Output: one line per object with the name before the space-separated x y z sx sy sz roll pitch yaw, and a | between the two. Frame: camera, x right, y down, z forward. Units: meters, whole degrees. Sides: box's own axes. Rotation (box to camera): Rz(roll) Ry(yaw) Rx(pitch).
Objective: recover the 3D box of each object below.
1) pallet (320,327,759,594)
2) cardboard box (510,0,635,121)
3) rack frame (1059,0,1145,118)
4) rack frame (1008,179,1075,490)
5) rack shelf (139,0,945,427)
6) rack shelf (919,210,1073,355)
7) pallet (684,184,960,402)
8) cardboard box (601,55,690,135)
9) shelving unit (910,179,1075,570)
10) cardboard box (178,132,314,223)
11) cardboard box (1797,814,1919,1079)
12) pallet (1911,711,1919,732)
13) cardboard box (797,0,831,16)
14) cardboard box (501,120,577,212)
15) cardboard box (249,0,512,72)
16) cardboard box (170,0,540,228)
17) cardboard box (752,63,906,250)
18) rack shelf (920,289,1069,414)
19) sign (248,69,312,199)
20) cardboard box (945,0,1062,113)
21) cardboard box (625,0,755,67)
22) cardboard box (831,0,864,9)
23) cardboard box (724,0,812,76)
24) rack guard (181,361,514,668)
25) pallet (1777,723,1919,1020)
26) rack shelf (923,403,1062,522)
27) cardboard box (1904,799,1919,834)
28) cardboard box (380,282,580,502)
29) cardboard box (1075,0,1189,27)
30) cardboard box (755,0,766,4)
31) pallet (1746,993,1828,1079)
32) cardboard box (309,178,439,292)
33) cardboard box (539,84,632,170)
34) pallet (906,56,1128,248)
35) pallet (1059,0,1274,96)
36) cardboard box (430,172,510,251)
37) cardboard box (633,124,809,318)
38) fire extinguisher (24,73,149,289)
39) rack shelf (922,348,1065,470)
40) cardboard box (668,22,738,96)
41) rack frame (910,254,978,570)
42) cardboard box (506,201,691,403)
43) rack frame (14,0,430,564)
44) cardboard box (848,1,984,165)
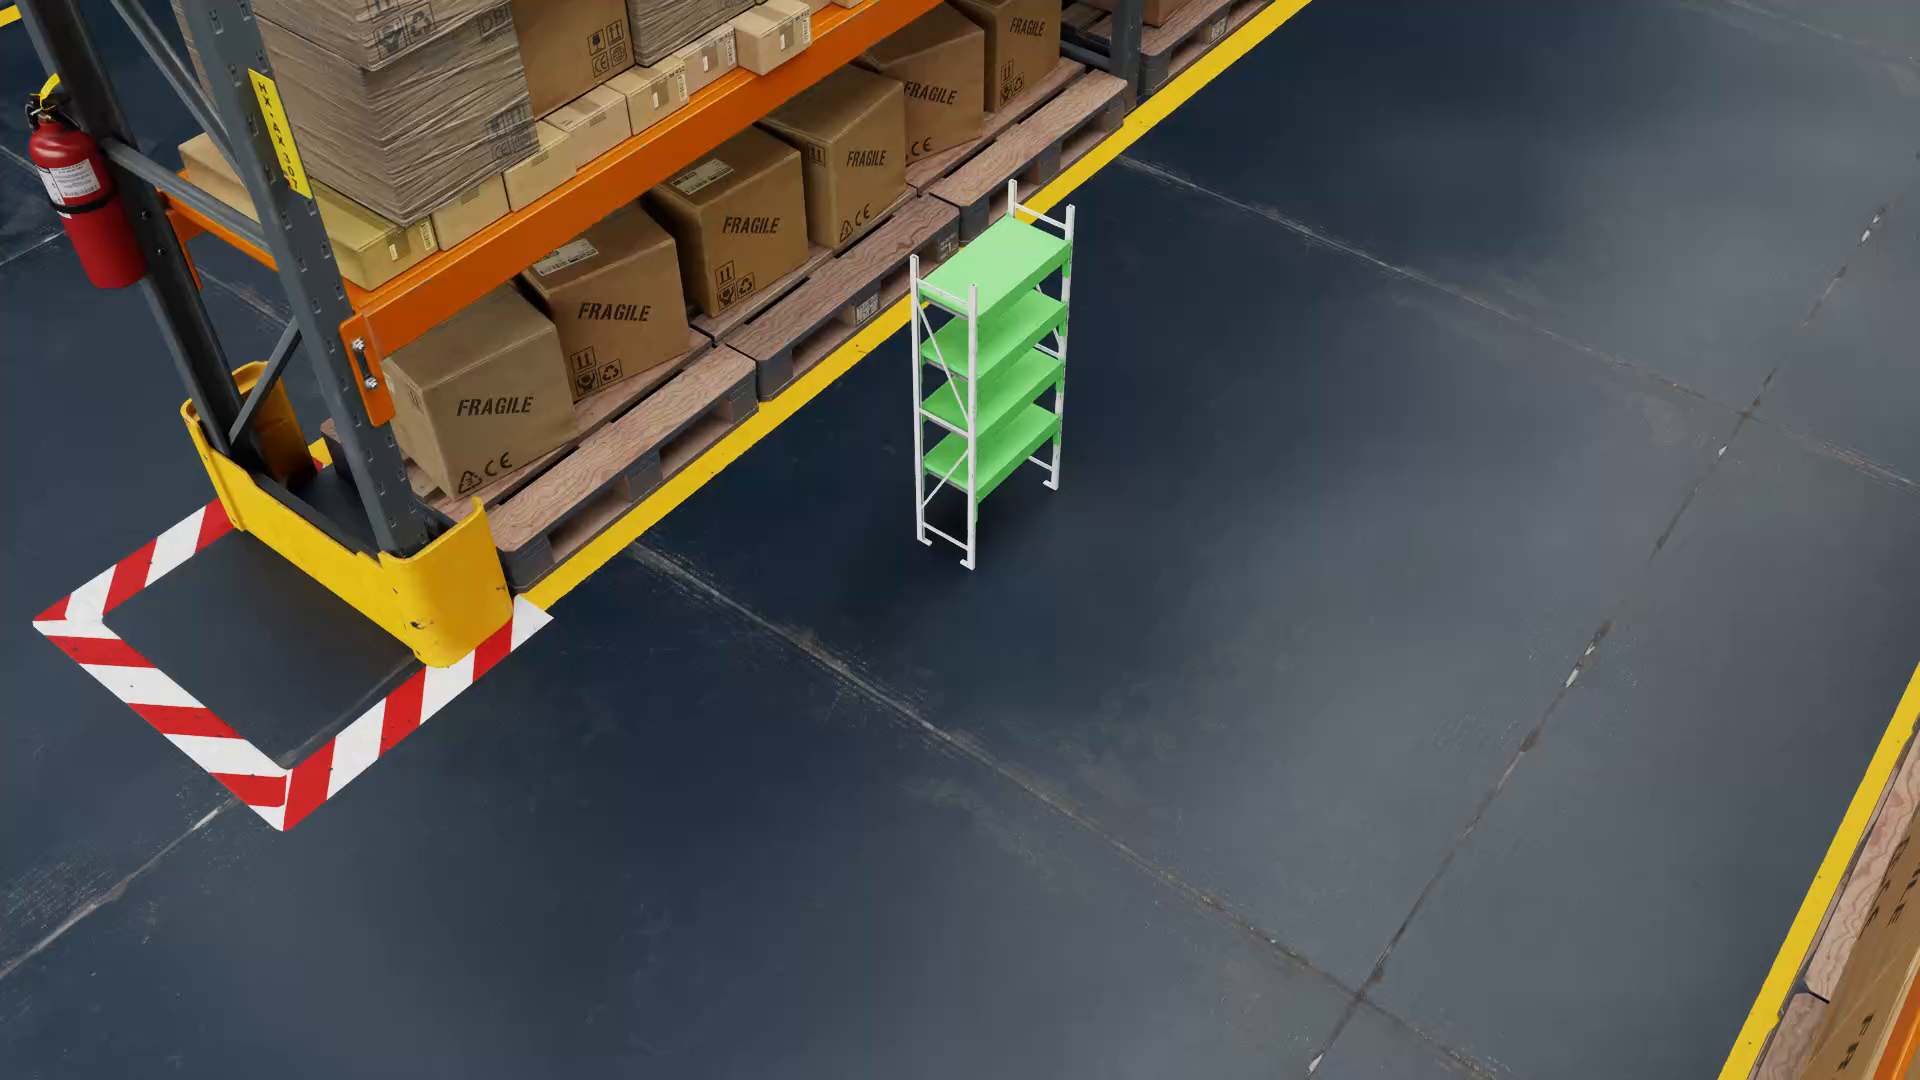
pallet | -1.498 -0.447 6.031 1.003 0.211 1.213 29 53 25
cardboard box | -1.500 -1.696 5.021 0.875 0.500 0.500 29 53 25
rack frame | 0.377 -3.206 6.738 1.000 3.000 0.127 29 53 25
rack frame | 0.250 -0.649 5.540 0.240 1.200 0.015 29 53 25
rack shelf | -0.846 -1.813 5.905 1.077 0.370 4.000 29 53 25
rack shelf | 0.101 -0.797 5.106 0.258 0.148 0.480 29 53 25
pallet | -0.752 -1.142 6.695 1.003 0.211 1.213 29 53 25
cardboard box | -1.079 -1.451 5.236 0.380 0.149 0.250 29 53 25
shelving unit | 0.101 -0.509 5.407 0.258 1.200 0.503 29 53 25
cardboard box | -2.058 -1.085 4.886 0.380 0.149 0.250 29 53 25
cardboard box | 2.693 1.001 3.899 0.875 0.875 0.875 28 53 24
pallet | 3.713 0.408 5.214 1.003 0.211 1.213 29 53 25
cardboard box | -0.664 -1.905 5.669 0.380 0.149 0.250 29 53 25
cardboard box | -1.373 -1.159 4.957 0.380 0.149 0.250 29 53 25
cardboard box | -1.517 -1.594 4.232 0.500 0.500 0.500 29 53 25
cardboard box | -1.711 -1.357 4.697 0.875 0.500 0.500 29 53 25
cardboard box | -0.561 -1.555 6.600 0.500 0.500 0.500 25 51 22
rack shelf | 0.101 -0.631 5.279 0.258 0.148 0.480 29 53 25
sign | -1.640 -0.977 4.010 0.100 0.325 0.005 29 53 25
cardboard box | 0.100 -2.277 7.289 0.500 0.500 0.500 28 52 24
cardboard box | -1.160 -1.963 5.276 0.875 0.500 0.500 29 53 25
cardboard box | -0.451 -2.015 5.774 0.380 0.149 0.250 29 53 25
cardboard box | -0.712 -1.704 5.477 0.380 0.149 0.250 29 53 25
rack guard | -2.023 -0.097 5.497 1.175 0.500 0.348 29 53 25
pallet | 2.967 1.109 4.544 1.003 0.211 1.213 29 53 25
rack shelf | 0.101 -0.299 5.626 0.258 0.148 0.480 29 53 25
cardboard box | 3.252 0.480 4.396 0.875 0.875 0.875 30 53 25
cardboard box | -1.674 -0.549 5.638 0.500 0.500 0.500 -33 54 -27
cardboard box | 0.769 -2.836 7.810 0.700 0.500 0.500 25 51 22
cardboard box | -0.845 -2.244 5.545 0.875 0.500 0.500 29 53 25
pallet | 2.221 1.804 3.880 1.003 0.211 1.213 29 53 25
cardboard box | -1.706 -0.888 4.698 0.380 0.149 0.250 29 53 25
cardboard box | -1.237 -1.311 5.102 0.380 0.149 0.250 29 53 25
pallet | -0.006 -1.843 7.365 1.003 0.211 1.213 29 53 25
pallet | 0.851 -2.689 8.173 1.003 0.211 1.213 29 53 25
cardboard box | -1.538 -1.023 4.826 0.380 0.149 0.250 29 53 25
cardboard box | -0.938 -1.256 6.314 0.500 0.500 0.500 34 55 28
fire extinguisher | -2.504 -1.029 4.712 0.296 0.674 0.183 29 53 25
rack shelf | 0.101 -0.465 5.453 0.258 0.148 0.480 29 53 25
cardboard box | -0.947 -1.606 5.384 0.380 0.149 0.250 29 53 25
rack frame | -0.048 -0.370 5.273 0.240 1.200 0.015 29 53 25
cardboard box | -1.336 -0.906 5.979 0.500 0.500 0.500 -29 53 -25
rack frame | -2.069 -0.917 4.552 1.000 3.000 0.127 29 53 25
cardboard box | -0.244 -1.945 6.972 0.500 0.500 0.500 -26 52 -23
